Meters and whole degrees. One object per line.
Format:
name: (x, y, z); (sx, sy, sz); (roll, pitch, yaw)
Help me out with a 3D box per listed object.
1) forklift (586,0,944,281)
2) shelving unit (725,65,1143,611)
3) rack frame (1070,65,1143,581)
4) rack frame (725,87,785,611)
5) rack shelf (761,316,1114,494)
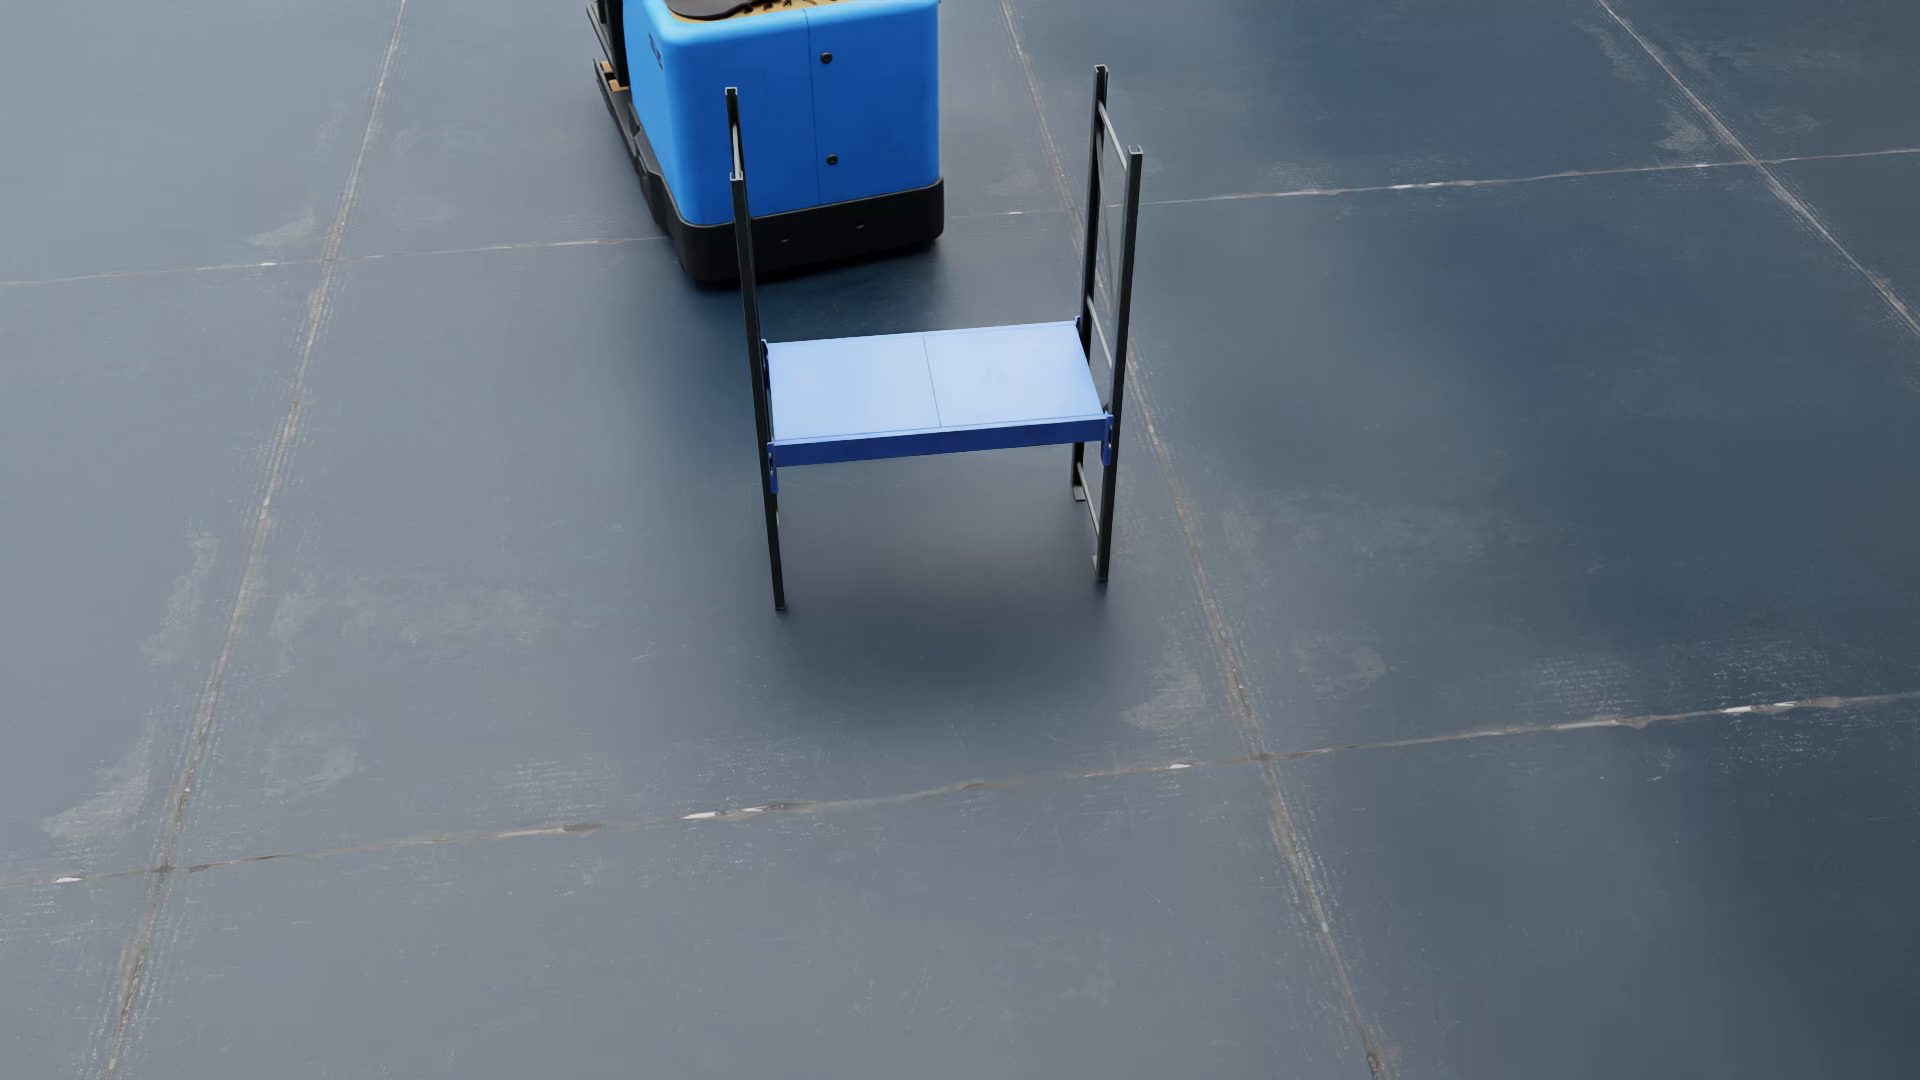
forklift: (-1.033, -3.080, 6.613); (1.130, 2.935, 3.031); (-13, 44, -14)
shelving unit: (-0.085, -0.550, 4.877); (1.048, 1.500, 0.538); (-5, 42, -6)
rack frame: (0.419, -0.594, 4.926); (0.032, 1.500, 0.500); (-5, 42, -6)
rack frame: (-0.589, -0.505, 4.828); (0.032, 1.500, 0.500); (-5, 42, -6)
rack shelf: (-0.085, -0.416, 4.997); (1.000, 0.185, 0.538); (-5, 42, -6)
